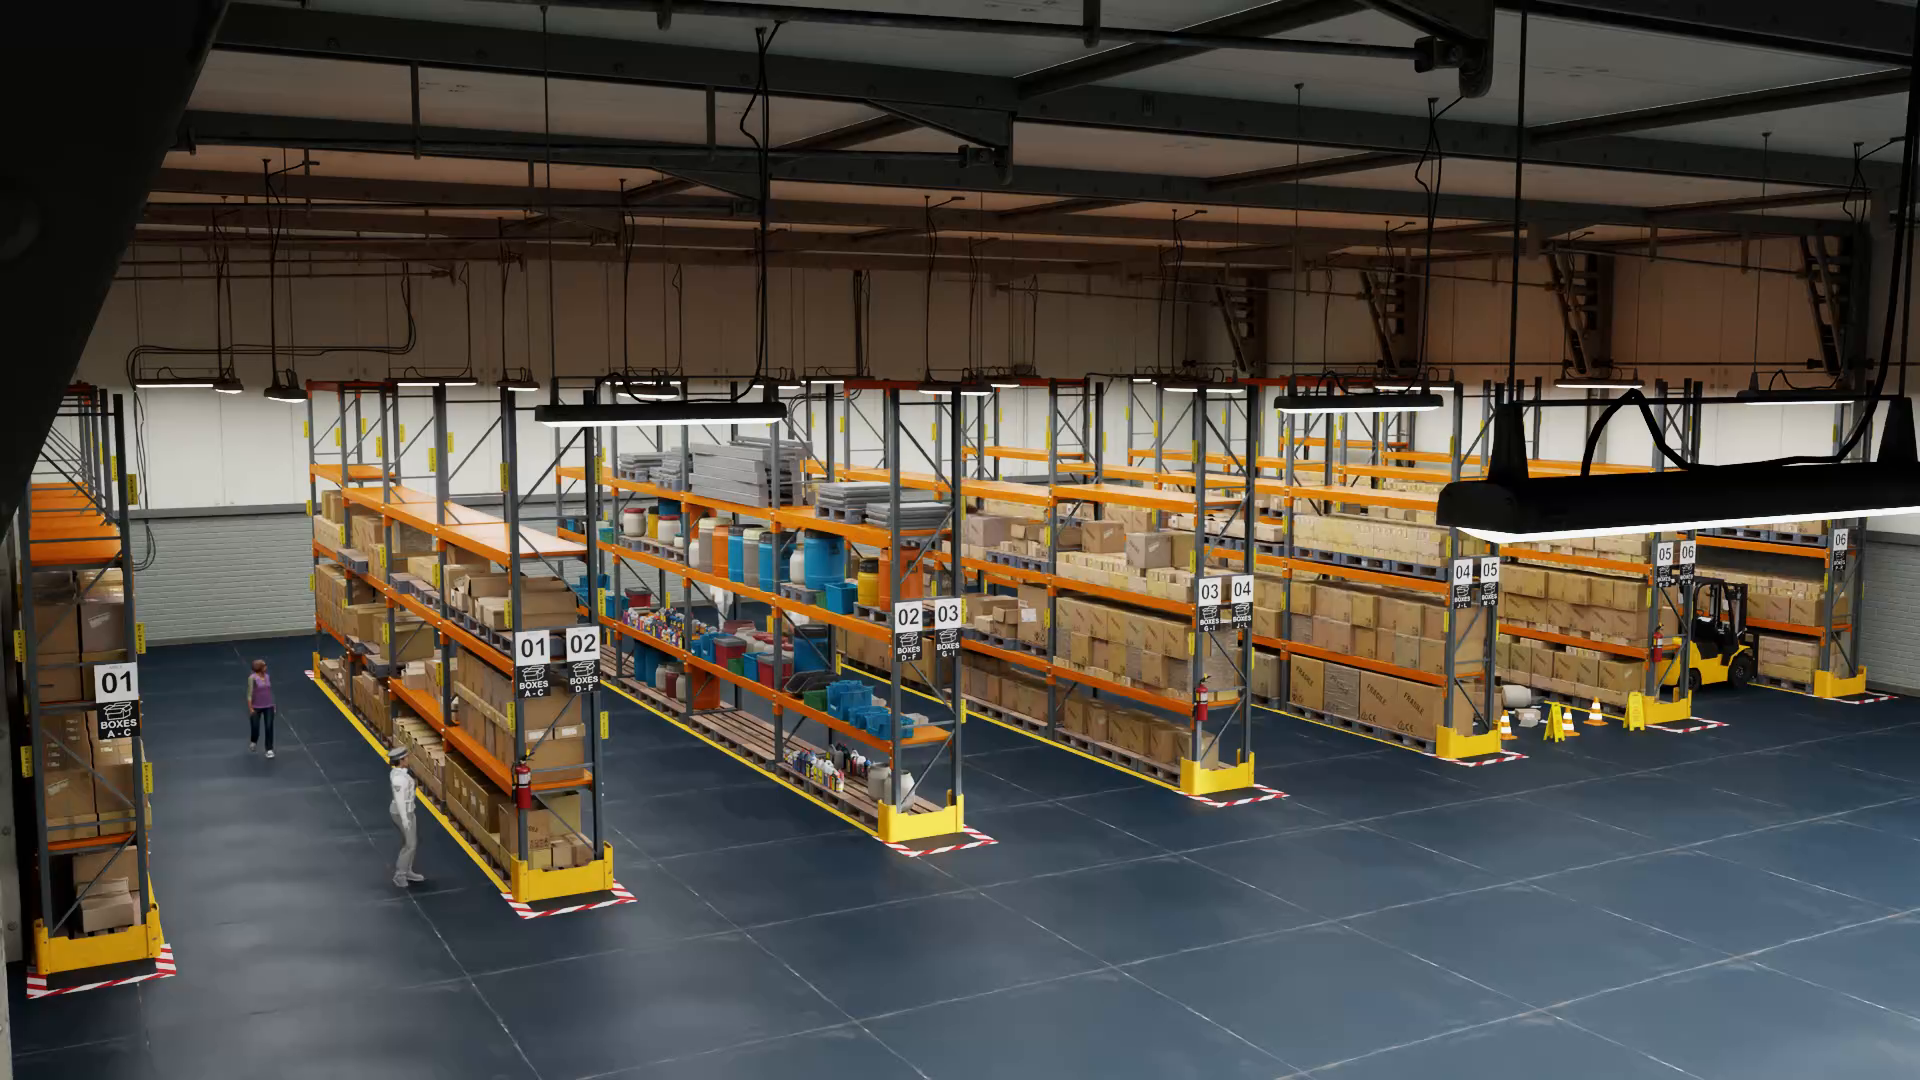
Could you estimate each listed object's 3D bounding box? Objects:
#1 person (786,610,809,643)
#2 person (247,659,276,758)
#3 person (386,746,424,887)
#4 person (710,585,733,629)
[{"bbox_3d":[-3.344,1.799,34.543,0.549,1.732,0.977,-3,7,-24],"label":"person"},{"bbox_3d":[-11.224,2.692,26.702,0.440,1.593,0.473,-4,7,-32],"label":"person"},{"bbox_3d":[-6.786,3.386,20.331,0.387,1.753,0.546,-1,6,-5],"label":"person"},{"bbox_3d":[-5.558,1.364,39.294,0.623,1.537,1.032,-3,7,-23],"label":"person"}]
